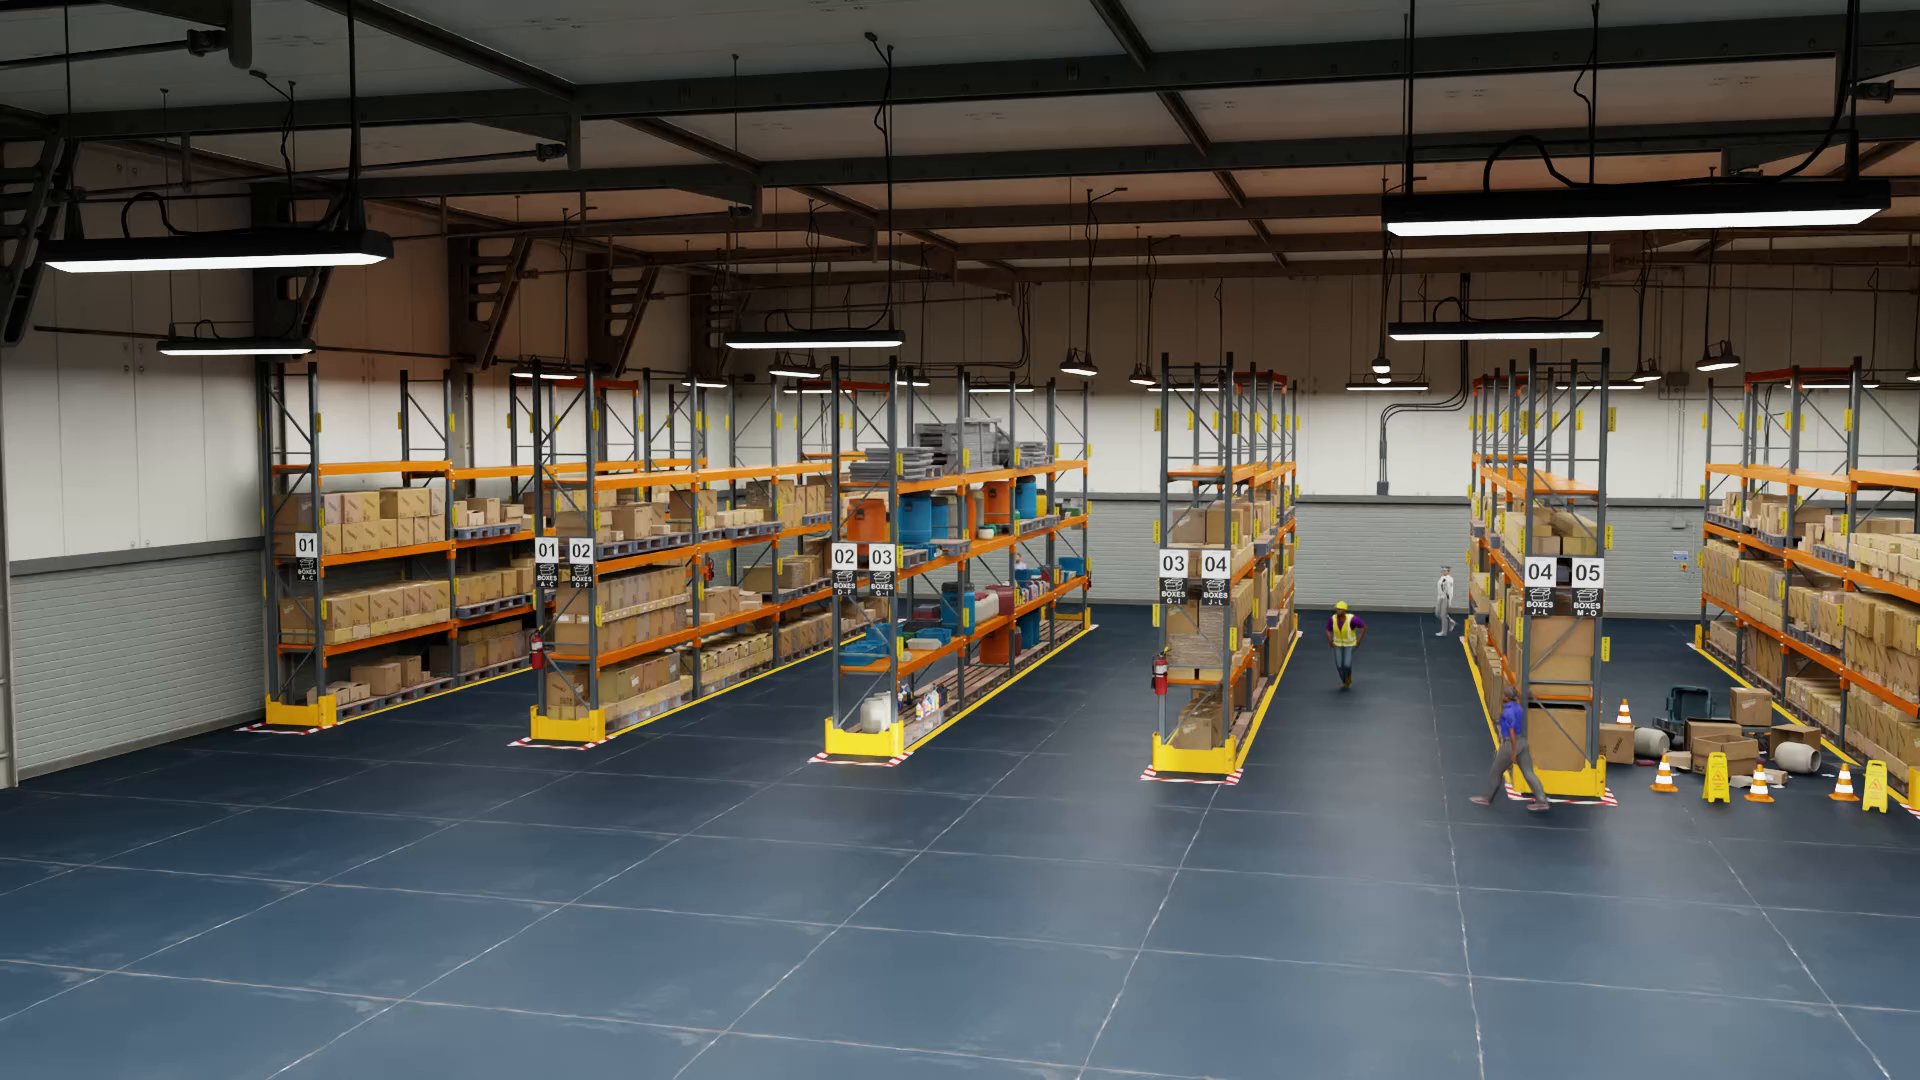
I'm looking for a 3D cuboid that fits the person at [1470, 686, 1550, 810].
[{"bbox_3d":[7.141,2.675,21.514,0.482,1.587,1.023,-4,6,-45],"label":"person"}]

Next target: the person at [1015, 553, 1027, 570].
[{"bbox_3d":[1.520,1.135,43.562,0.518,1.575,1.022,1,4,12],"label":"person"}]

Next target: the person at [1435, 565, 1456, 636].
[{"bbox_3d":[11.434,1.413,39.018,0.583,1.662,0.490,-1,4,-15],"label":"person"}]

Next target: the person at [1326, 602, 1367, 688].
[{"bbox_3d":[7.253,1.973,31.245,0.754,1.665,0.675,2,4,22],"label":"person"}]
